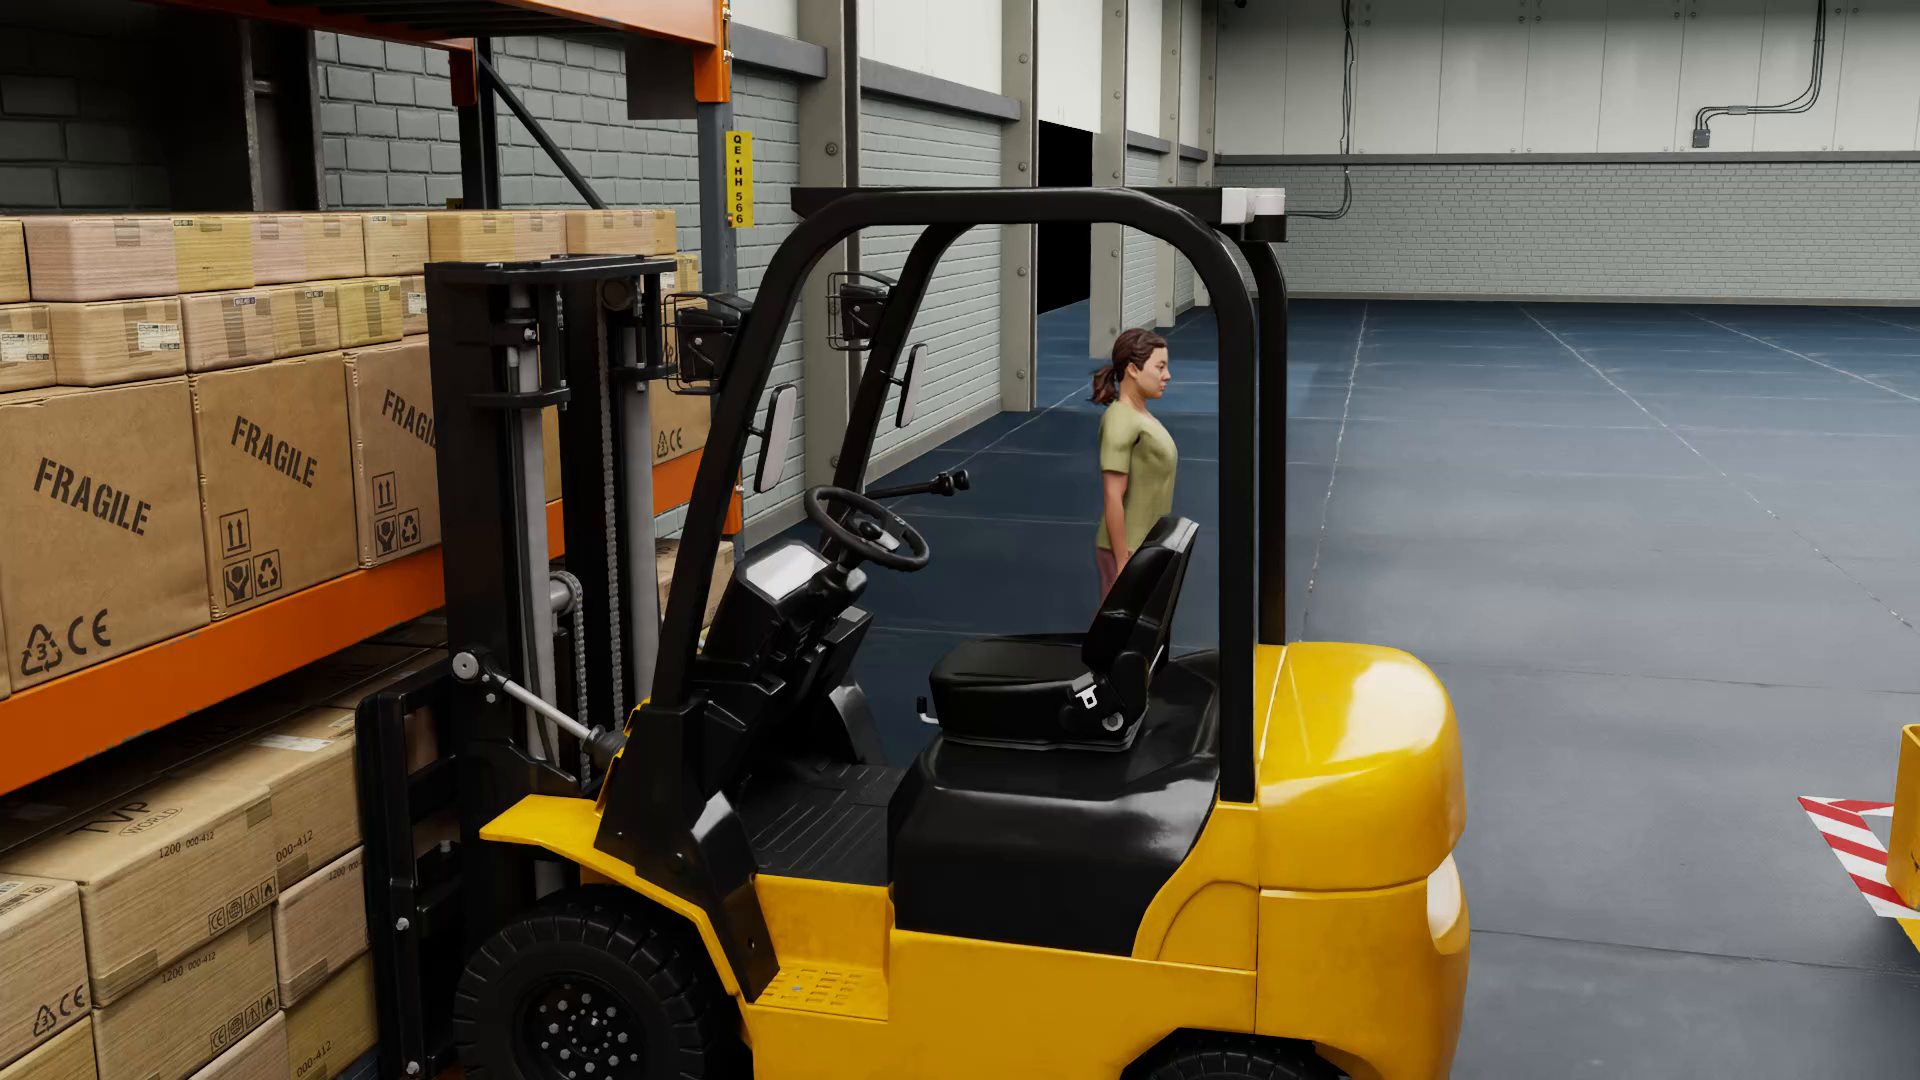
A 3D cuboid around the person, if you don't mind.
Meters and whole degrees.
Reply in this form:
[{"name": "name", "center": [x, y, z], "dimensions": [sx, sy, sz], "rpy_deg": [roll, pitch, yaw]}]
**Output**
[{"name": "person", "center": [0.525, 0.069, 6.085], "dimensions": [0.485, 1.665, 0.640], "rpy_deg": [3, 12, 15]}]
